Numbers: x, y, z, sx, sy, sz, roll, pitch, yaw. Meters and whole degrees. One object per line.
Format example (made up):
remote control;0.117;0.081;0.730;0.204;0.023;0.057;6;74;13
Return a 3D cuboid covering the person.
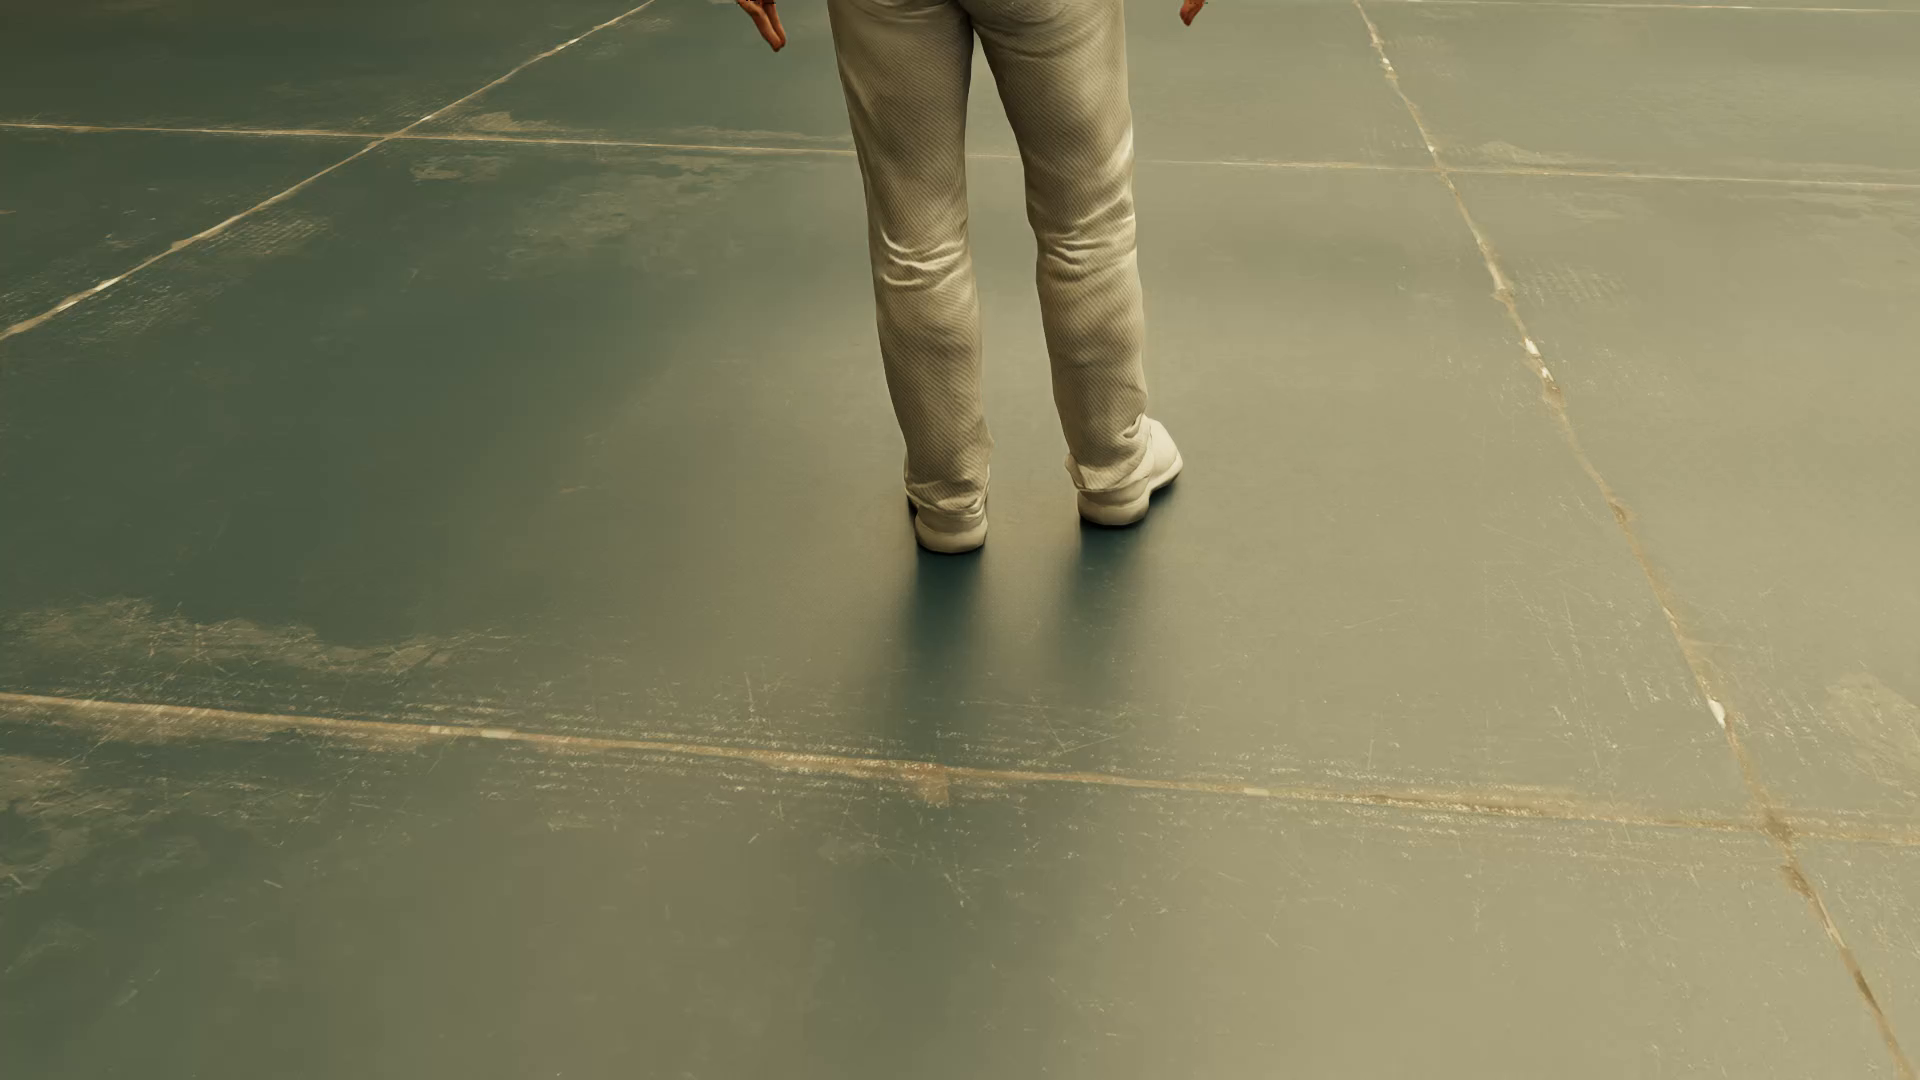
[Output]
person;0.014;-0.827;2.164;0.666;1.768;0.575;3;27;7
